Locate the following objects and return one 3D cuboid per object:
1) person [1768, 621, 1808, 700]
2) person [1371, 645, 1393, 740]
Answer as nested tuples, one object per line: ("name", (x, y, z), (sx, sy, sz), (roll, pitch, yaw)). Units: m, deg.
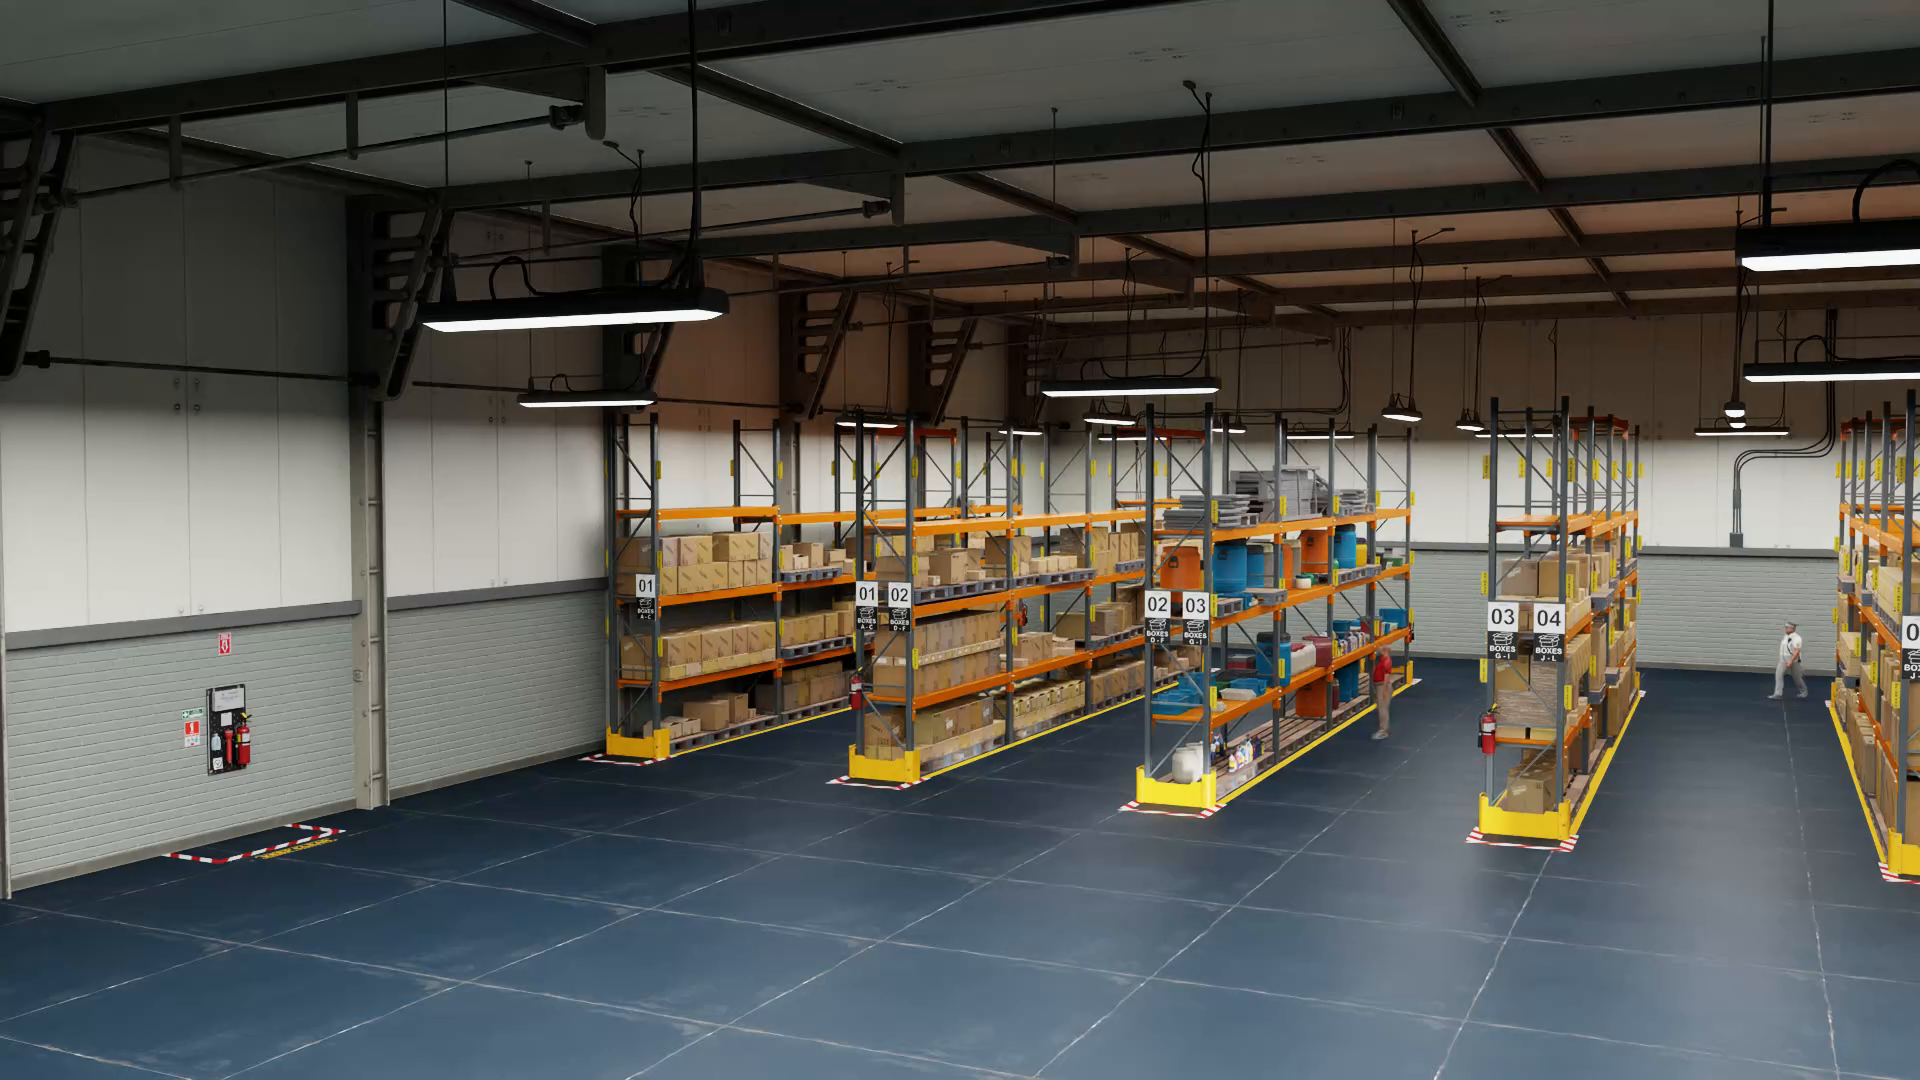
("person", (18.044, 2.619, 36.145), (1.064, 1.717, 0.527), (-2, 3, -32))
("person", (7.890, 2.835, 31.143), (0.445, 1.743, 0.628), (0, 2, 5))
